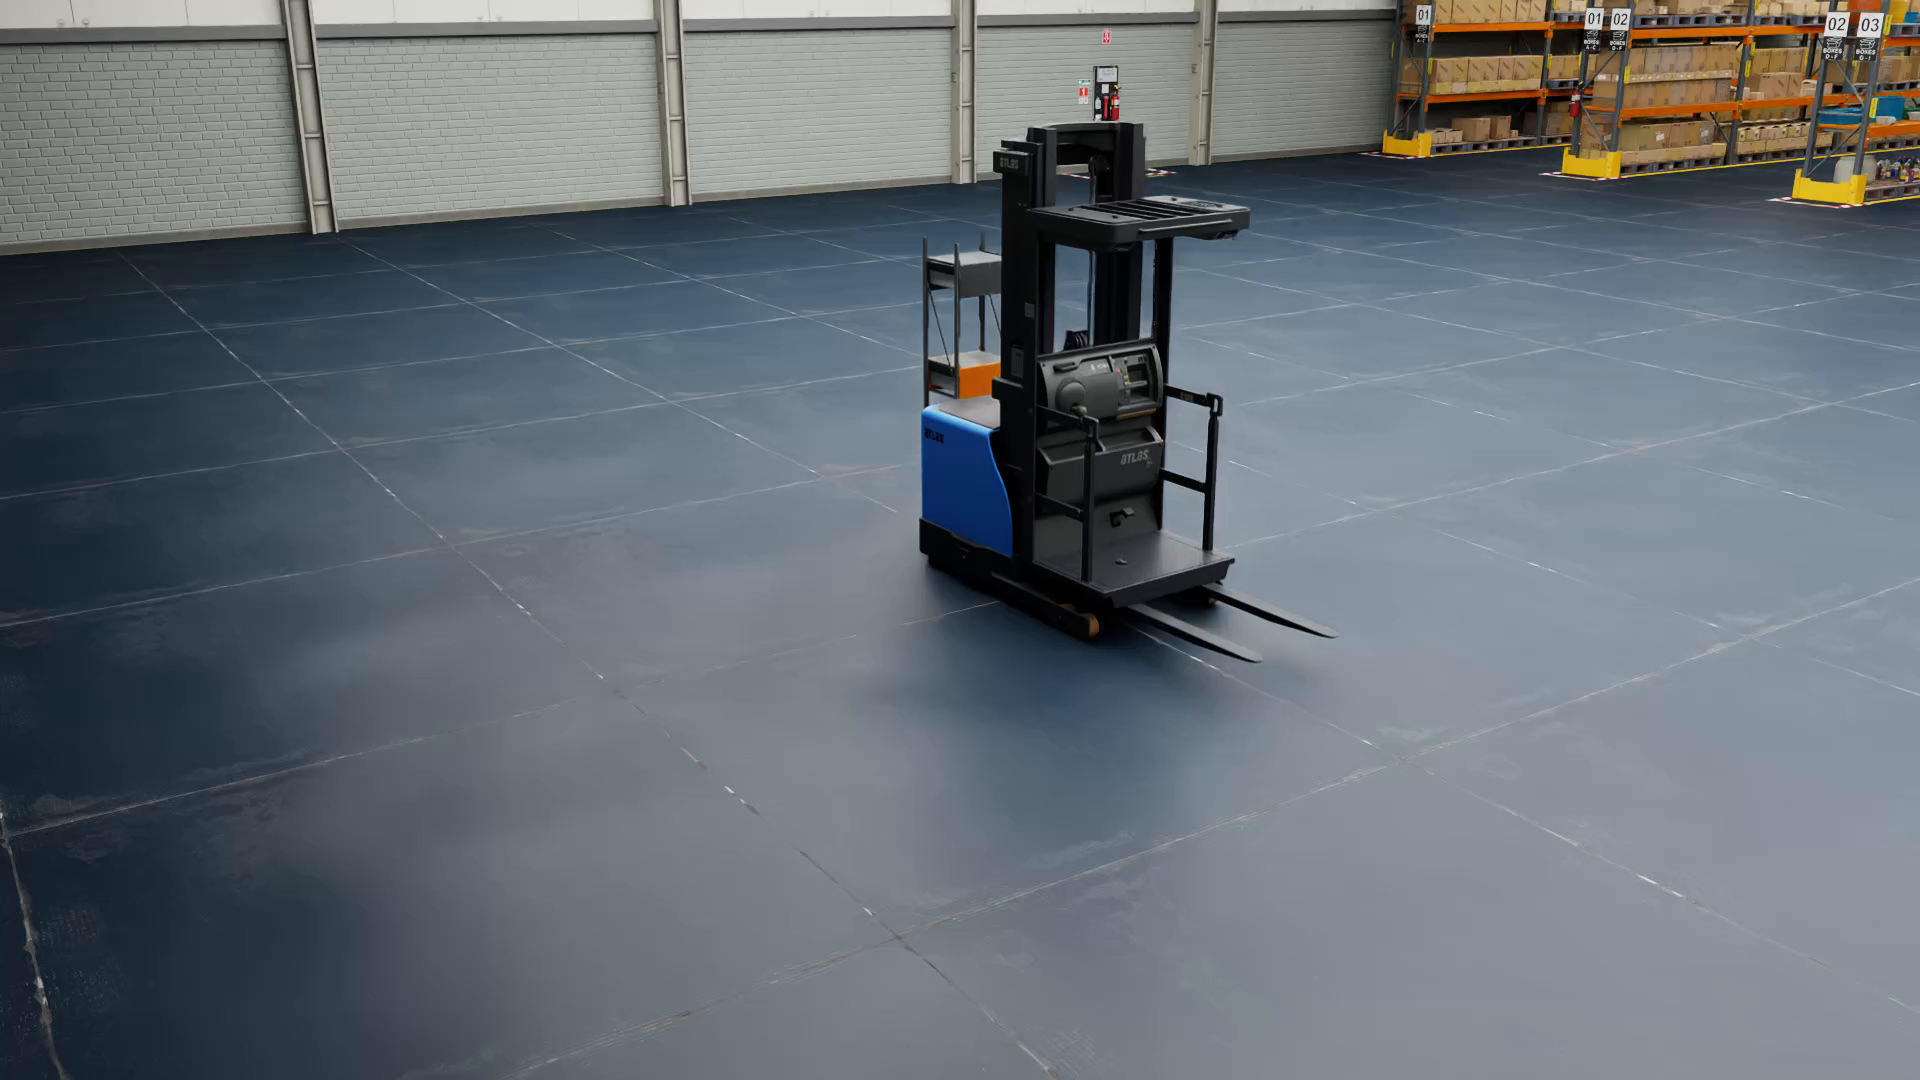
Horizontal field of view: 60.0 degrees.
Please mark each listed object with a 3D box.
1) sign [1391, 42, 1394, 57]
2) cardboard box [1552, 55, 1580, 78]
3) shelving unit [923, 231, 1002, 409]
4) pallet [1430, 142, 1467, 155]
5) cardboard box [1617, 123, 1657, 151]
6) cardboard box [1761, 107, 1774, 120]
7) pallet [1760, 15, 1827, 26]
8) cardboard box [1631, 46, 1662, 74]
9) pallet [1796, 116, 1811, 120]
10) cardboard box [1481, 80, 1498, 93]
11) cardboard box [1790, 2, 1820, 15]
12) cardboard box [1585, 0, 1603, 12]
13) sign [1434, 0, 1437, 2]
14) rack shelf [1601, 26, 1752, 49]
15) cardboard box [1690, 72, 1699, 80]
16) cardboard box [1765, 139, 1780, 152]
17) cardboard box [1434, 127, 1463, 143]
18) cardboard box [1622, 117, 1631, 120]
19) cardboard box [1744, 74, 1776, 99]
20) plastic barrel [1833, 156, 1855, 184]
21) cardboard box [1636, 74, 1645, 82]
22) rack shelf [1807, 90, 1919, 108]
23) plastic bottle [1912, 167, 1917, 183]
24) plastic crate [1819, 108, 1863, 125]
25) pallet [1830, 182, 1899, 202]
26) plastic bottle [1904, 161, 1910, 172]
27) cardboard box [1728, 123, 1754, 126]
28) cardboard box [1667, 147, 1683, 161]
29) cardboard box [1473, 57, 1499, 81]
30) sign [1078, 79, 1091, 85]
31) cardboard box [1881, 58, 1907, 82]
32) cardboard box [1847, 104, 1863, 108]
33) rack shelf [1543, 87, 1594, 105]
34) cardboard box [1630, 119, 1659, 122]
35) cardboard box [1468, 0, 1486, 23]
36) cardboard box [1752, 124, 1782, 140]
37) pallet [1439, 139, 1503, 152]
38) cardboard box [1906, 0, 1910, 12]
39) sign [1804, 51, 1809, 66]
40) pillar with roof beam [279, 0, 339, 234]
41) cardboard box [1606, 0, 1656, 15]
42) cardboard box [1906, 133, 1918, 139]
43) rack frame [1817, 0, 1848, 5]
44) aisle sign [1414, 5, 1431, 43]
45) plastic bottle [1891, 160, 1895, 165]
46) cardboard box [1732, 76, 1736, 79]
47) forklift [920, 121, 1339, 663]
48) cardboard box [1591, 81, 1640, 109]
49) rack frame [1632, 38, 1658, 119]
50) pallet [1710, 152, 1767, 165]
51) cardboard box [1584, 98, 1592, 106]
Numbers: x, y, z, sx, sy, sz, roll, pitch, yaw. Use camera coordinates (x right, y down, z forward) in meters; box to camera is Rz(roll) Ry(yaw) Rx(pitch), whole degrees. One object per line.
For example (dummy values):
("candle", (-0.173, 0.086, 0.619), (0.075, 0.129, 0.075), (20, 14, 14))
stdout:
("sign", (9.699, -10.960, 37.179), (0.005, 0.325, 0.100), (-12, 22, -31))
("cardboard box", (14.243, -11.247, 39.487), (0.500, 0.500, 0.700), (-9, 21, -26))
("shelving unit", (0.069, -1.052, 11.579), (0.503, 2.100, 0.431), (-13, 23, -34))
("pallet", (10.749, -8.936, 37.847), (1.213, 0.211, 1.003), (-12, 22, -31))
("cardboard box", (13.702, -8.161, 33.666), (0.500, 0.500, 0.500), (-12, 22, -31))
("cardboard box", (21.112, -11.430, 44.118), (0.500, 0.500, 0.700), (-12, 22, -32))
("pallet", (17.947, -11.185, 35.757), (1.213, 0.211, 1.003), (-11, 21, -29))
("cardboard box", (13.593, -9.630, 33.363), (0.500, 0.500, 0.700), (-13, 22, -33))
("pallet", (22.726, -11.445, 45.270), (1.213, 0.211, 1.003), (-12, 22, -31))
("cardboard box", (11.848, -10.321, 37.793), (0.500, 0.250, 0.500), (-12, 22, -31))
("cardboard box", (18.137, -11.454, 35.835), (0.500, 0.250, 0.500), (-12, 22, -32))
("cardboard box", (14.859, -12.774, 39.350), (0.500, 0.500, 0.500), (-13, 23, -33))
("sign", (10.286, -11.800, 35.916), (0.005, 0.325, 0.100), (-12, 22, -31))
("rack shelf", (14.385, -10.218, 33.725), (4.000, 0.370, 1.077), (-12, 22, -31))
("cardboard box", (14.885, -9.516, 34.041), (0.250, 0.149, 0.380), (-11, 22, -30))
("cardboard box", (17.388, -8.573, 36.057), (0.500, 0.250, 0.500), (-13, 22, -33))
("cardboard box", (11.091, -9.243, 37.912), (0.500, 0.311, 0.500), (-10, 21, -27))
("cardboard box", (16.096, -10.402, 41.047), (0.500, 0.500, 0.700), (-12, 22, -31))
("cardboard box", (17.146, -9.761, 35.778), (0.500, 0.500, 0.500), (-10, 21, -28))
("plastic barrel", (15.944, -6.617, 29.862), (0.421, 0.512, 0.421), (0, 19, 0))
("cardboard box", (13.380, -9.199, 33.102), (0.250, 0.149, 0.380), (-13, 22, -33))
("rack shelf", (21.067, -10.206, 38.373), (4.000, 0.370, 1.077), (-12, 22, -31))
("plastic bottle", (17.408, -6.672, 30.370), (0.097, 0.271, 0.097), (0, 19, 0))
("plastic crate", (15.690, -7.558, 29.648), (0.616, 0.251, 0.499), (-12, 22, -31))
("pallet", (16.155, -6.307, 30.070), (1.213, 0.211, 1.003), (-12, 22, -31))
("plastic bottle", (17.820, -6.991, 31.314), (0.097, 0.271, 0.097), (0, 19, 0))
("cardboard box", (17.086, -8.981, 36.387), (0.500, 0.311, 0.500), (-12, 22, -32))
("cardboard box", (14.539, -7.981, 34.305), (0.500, 0.250, 0.500), (-12, 22, -31))
("cardboard box", (11.829, -10.675, 37.669), (0.500, 0.500, 0.500), (-11, 22, -30))
("sign", (2.491, -9.179, 33.329), (0.331, 0.109, 0.001), (-12, 22, -31))
("cardboard box", (21.296, -10.818, 38.248), (0.700, 0.500, 0.500), (16, 24, 39))
("cardboard box", (20.945, -9.994, 38.668), (0.500, 0.250, 0.500), (-12, 22, -32))
("rack shelf", (14.999, -10.826, 40.207), (4.000, 0.370, 1.077), (-12, 22, -31))
("cardboard box", (14.245, -8.479, 34.608), (0.500, 0.500, 0.500), (-12, 22, -31))
("cardboard box", (11.304, -11.757, 36.967), (0.500, 0.500, 0.500), (-11, 21, -29))
("cardboard box", (17.391, -8.836, 35.961), (0.500, 0.311, 0.500), (-13, 22, -33))
("pallet", (11.767, -9.149, 38.479), (1.213, 0.211, 1.003), (-12, 22, -31))
("cardboard box", (21.164, -12.309, 37.819), (0.600, 0.600, 0.600), (-13, 23, -34))
("sign", (19.090, -10.849, 37.468), (0.005, 0.325, 0.100), (-12, 22, -31))
("pillar with roof beam", (-7.580, -7.928, 21.143), (0.400, 9.000, 9.100), (-12, 22, -31))
("cardboard box", (13.197, -10.621, 32.758), (0.637, 0.503, 0.797), (-10, 21, -28))
("cardboard box", (22.065, -9.675, 38.895), (0.500, 0.500, 0.500), (-12, 22, -31))
("rack frame", (19.397, -13.037, 36.255), (0.127, 3.000, 1.000), (-12, 22, -31))
("aisle sign", (10.092, -11.248, 36.274), (0.004, 0.787, 0.394), (-12, 22, -31))
("plastic bottle", (17.556, -7.004, 31.332), (0.133, 0.283, 0.061), (-11, 21, -29))
("cardboard box", (19.685, -11.928, 42.704), (0.250, 0.149, 0.380), (-11, 22, -30))
("forklift", (0.998, -0.965, 10.024), (1.130, 2.935, 3.031), (-13, 23, -34))
("cardboard box", (13.112, -8.912, 33.265), (0.500, 0.500, 0.700), (-12, 22, -31))
("rack frame", (16.669, -11.519, 41.134), (0.127, 3.000, 1.000), (-12, 22, -31))
("pallet", (16.650, -8.309, 35.993), (1.213, 0.211, 1.003), (-12, 22, -31))
("cardboard box", (15.159, -10.582, 40.408), (0.500, 0.250, 0.500), (-12, 22, -32))
